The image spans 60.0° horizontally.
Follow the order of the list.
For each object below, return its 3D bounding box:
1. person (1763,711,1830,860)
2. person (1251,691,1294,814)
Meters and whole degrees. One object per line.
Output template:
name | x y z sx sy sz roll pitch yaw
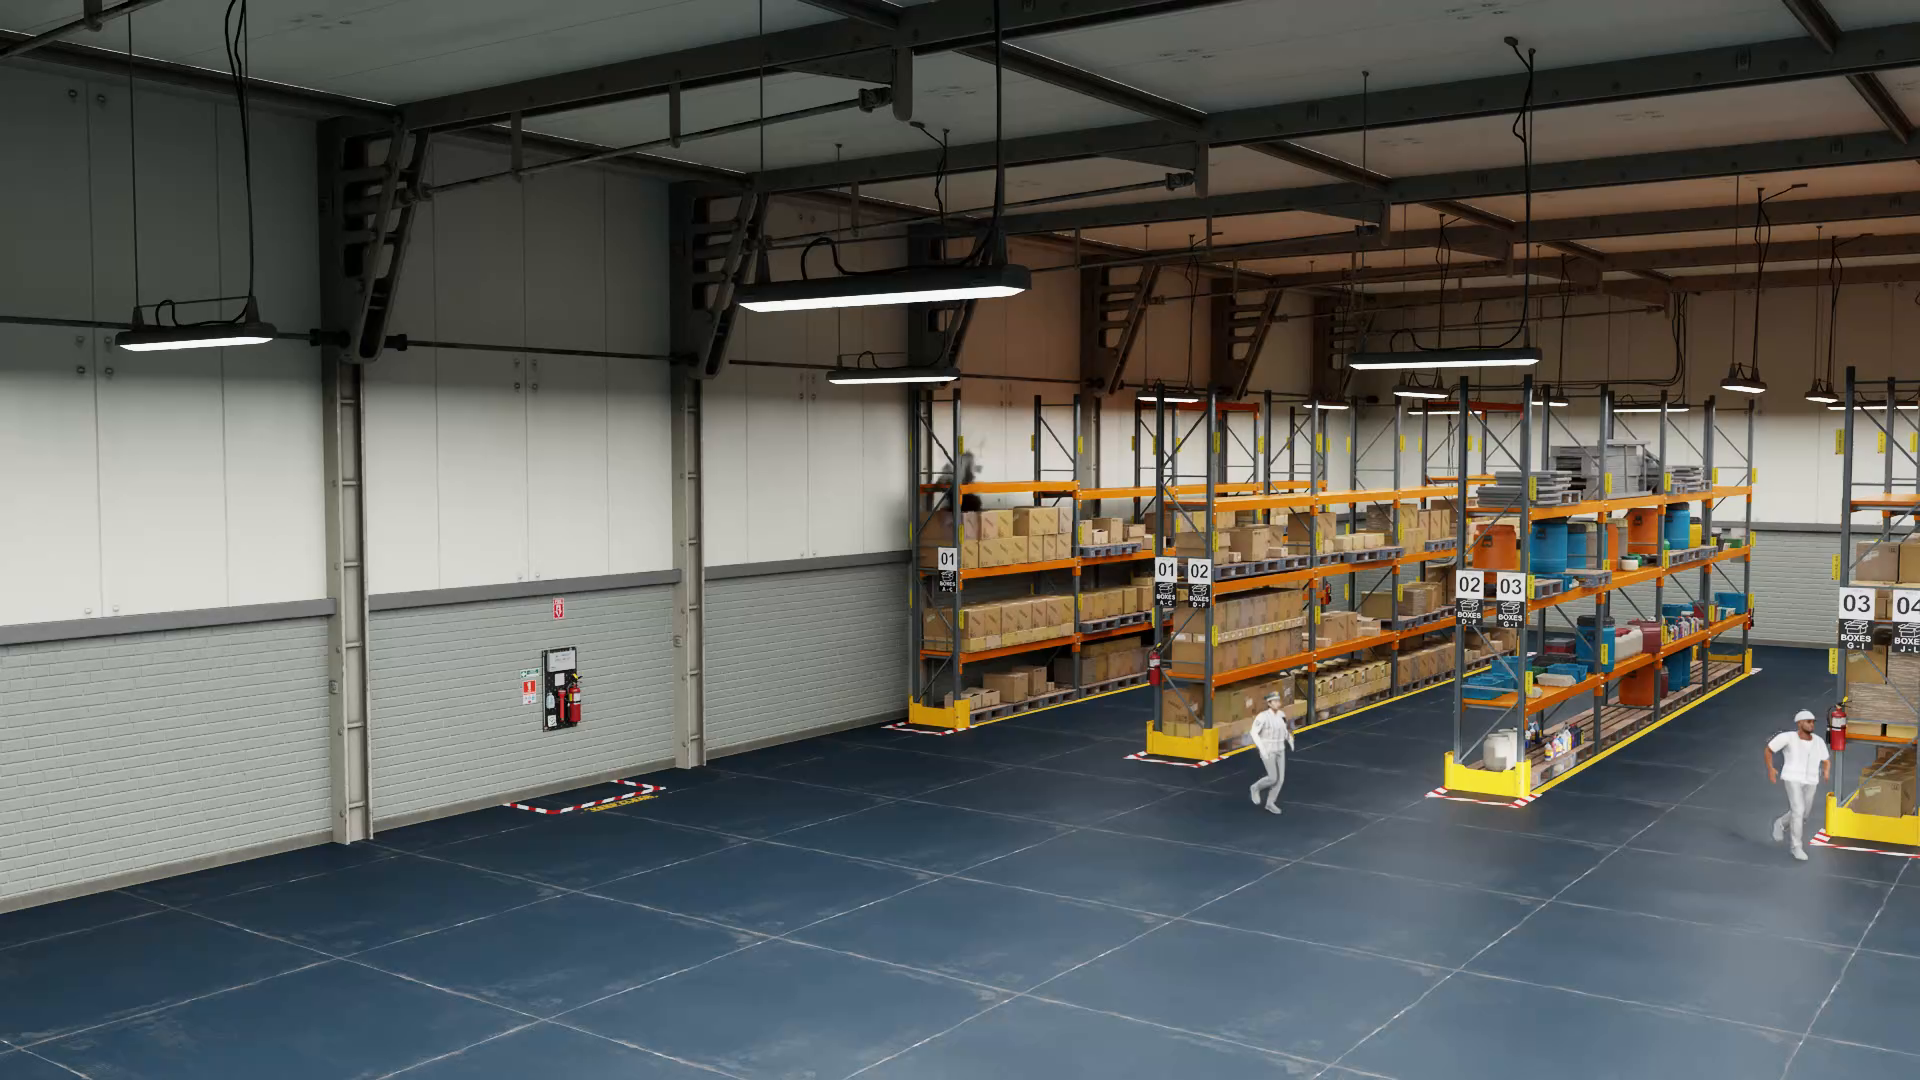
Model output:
person | 10.321 2.975 20.403 0.750 1.748 0.819 0 3 -2
person | 4.282 2.883 22.739 0.638 1.670 0.497 -2 4 -30
